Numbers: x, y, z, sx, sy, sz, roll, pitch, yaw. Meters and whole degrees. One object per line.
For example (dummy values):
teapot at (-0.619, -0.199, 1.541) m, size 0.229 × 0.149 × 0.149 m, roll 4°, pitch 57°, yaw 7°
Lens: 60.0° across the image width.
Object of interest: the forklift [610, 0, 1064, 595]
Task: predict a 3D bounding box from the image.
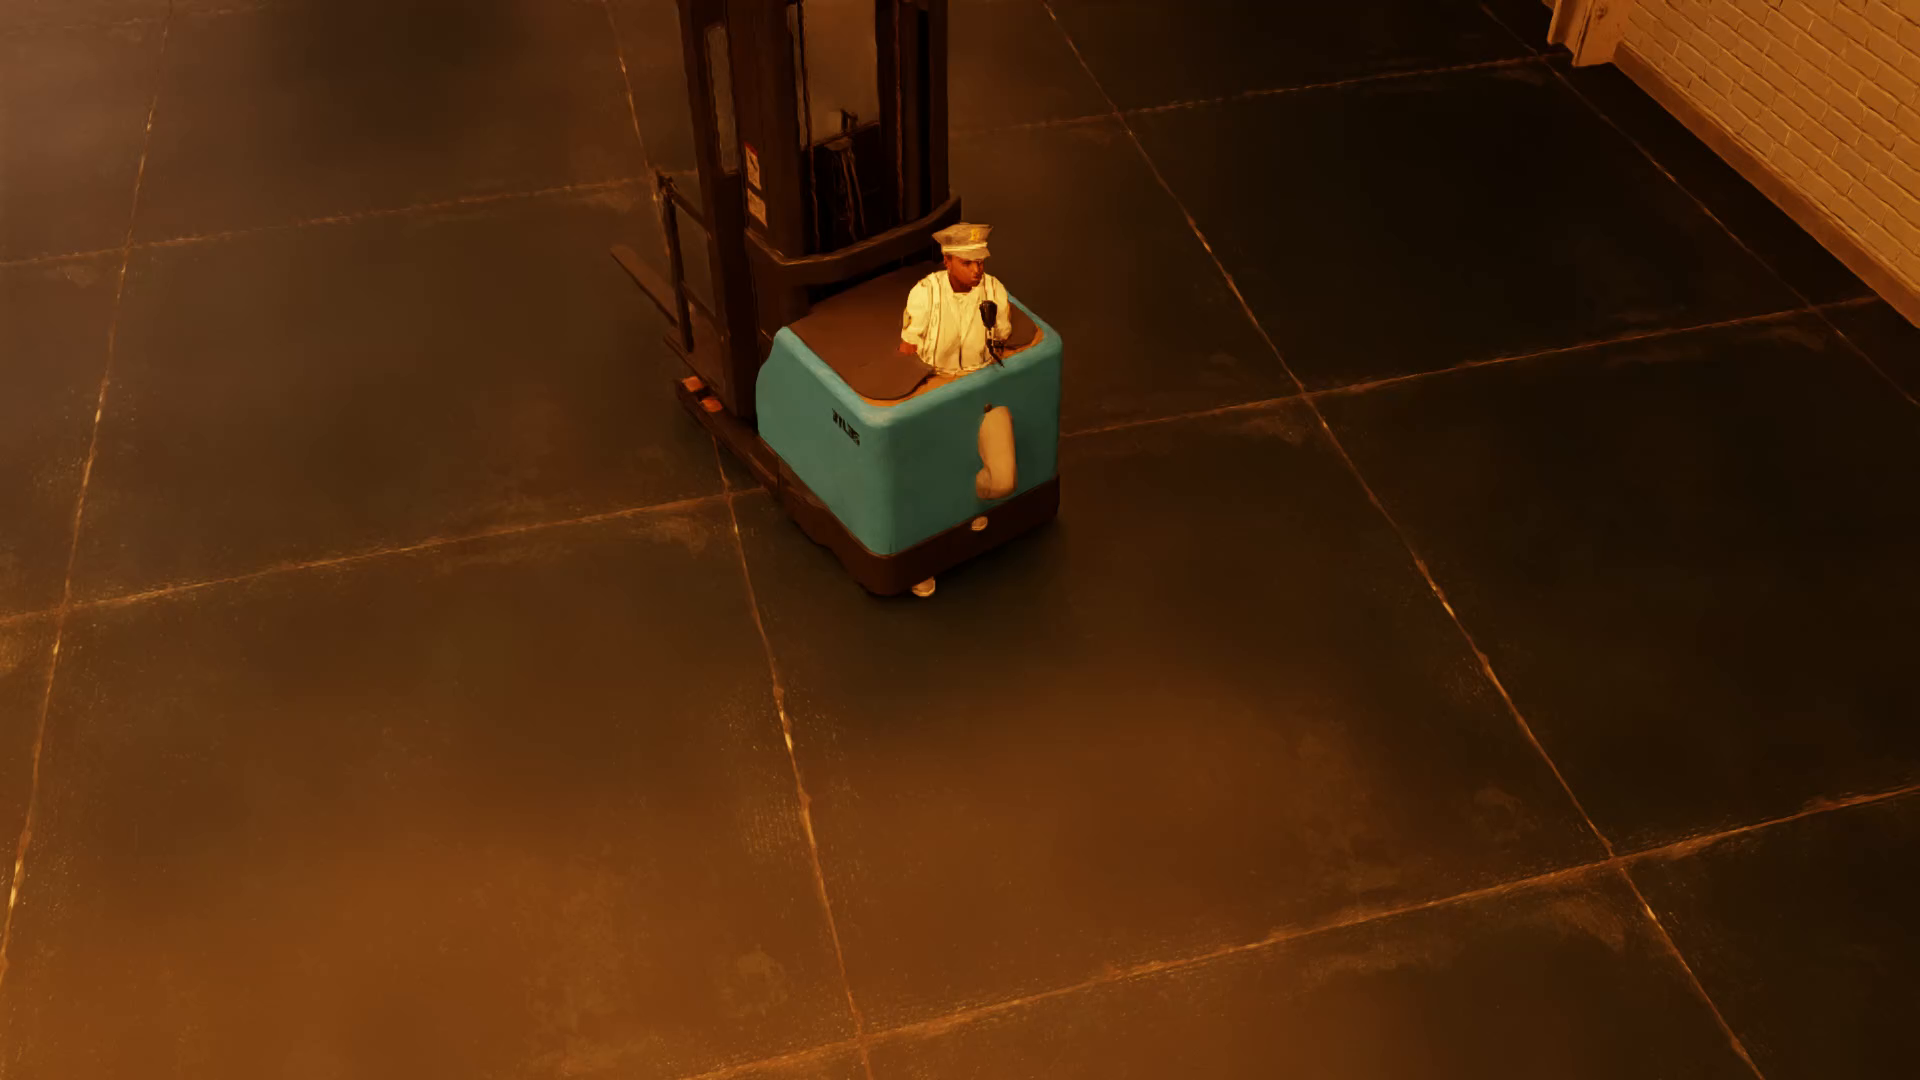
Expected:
forklift at (-0.790, -1.796, 7.546) m, size 1.130 × 2.935 × 3.031 m, roll -26°, pitch 49°, yaw -25°

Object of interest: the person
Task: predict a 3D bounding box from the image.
person at (0.000, -0.568, 7.135) m, size 0.570 × 1.695 × 0.558 m, roll -10°, pitch 44°, yaw -11°
